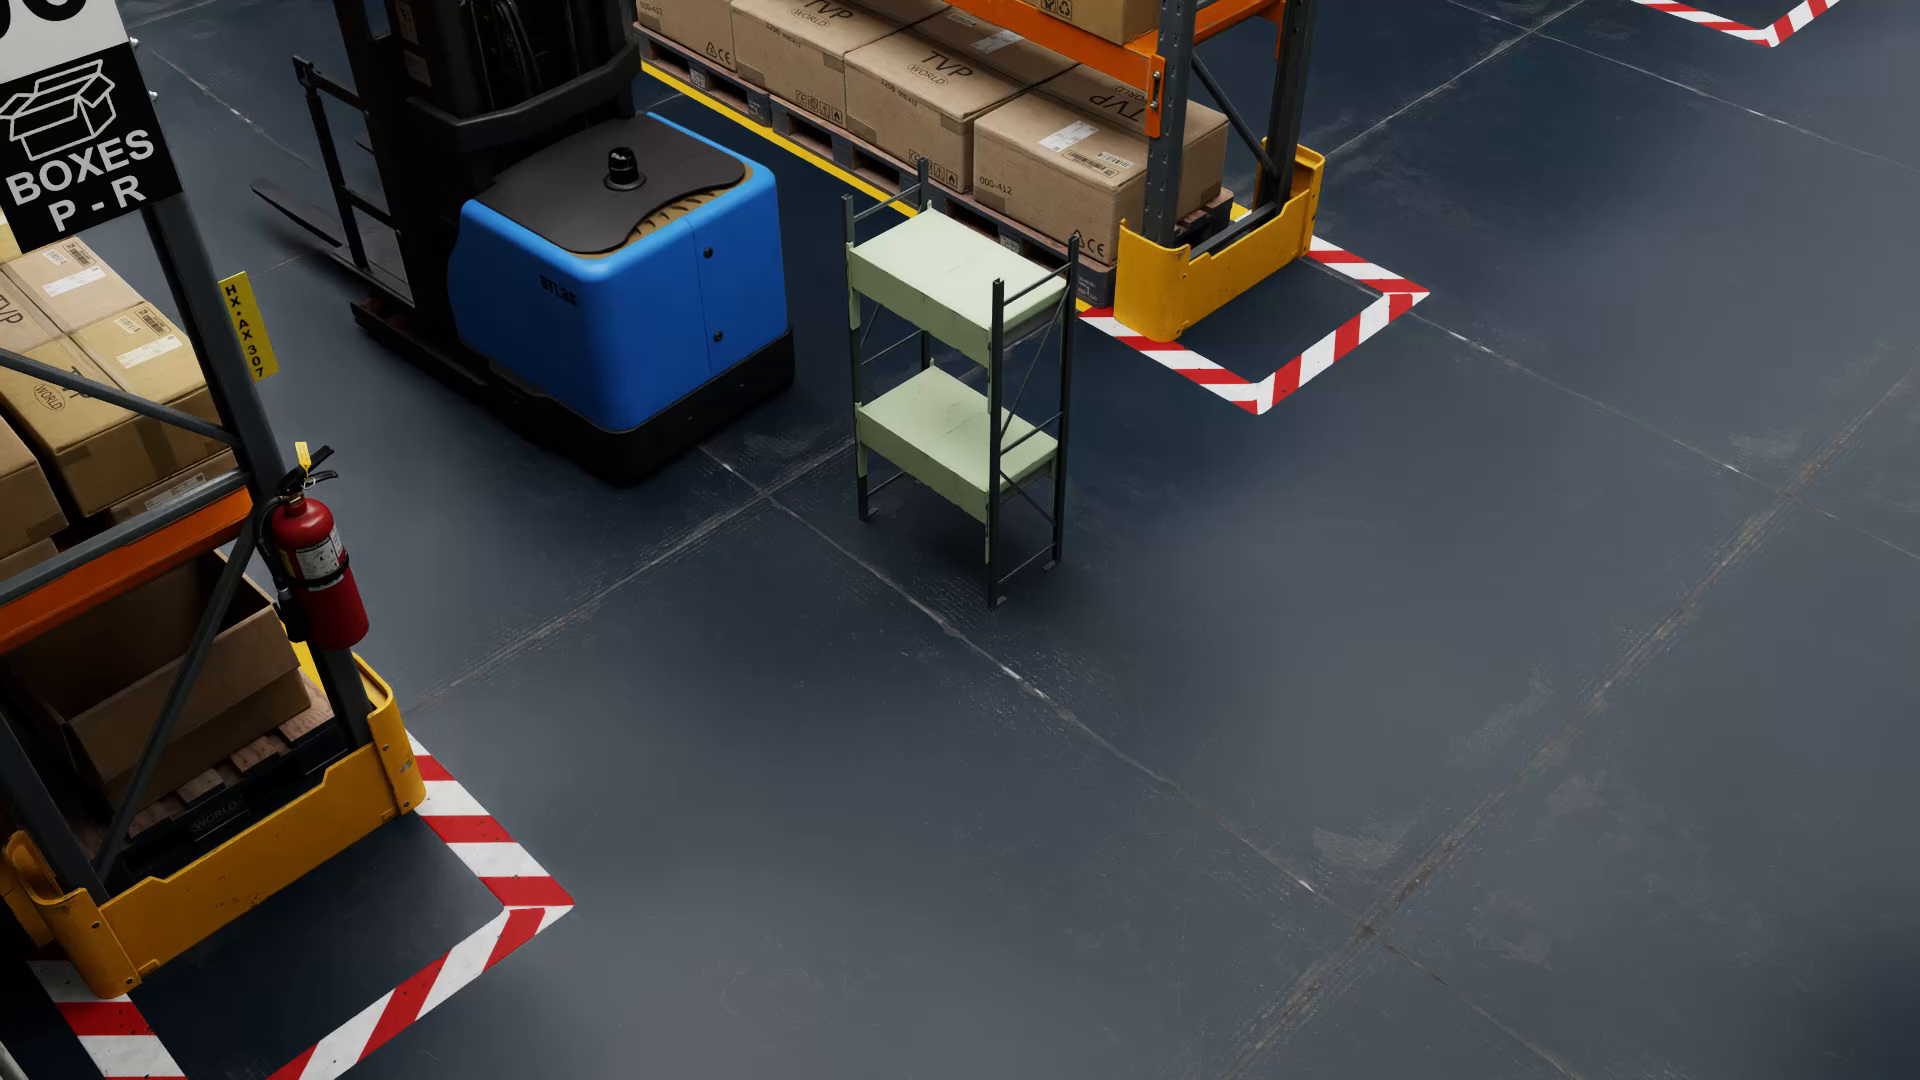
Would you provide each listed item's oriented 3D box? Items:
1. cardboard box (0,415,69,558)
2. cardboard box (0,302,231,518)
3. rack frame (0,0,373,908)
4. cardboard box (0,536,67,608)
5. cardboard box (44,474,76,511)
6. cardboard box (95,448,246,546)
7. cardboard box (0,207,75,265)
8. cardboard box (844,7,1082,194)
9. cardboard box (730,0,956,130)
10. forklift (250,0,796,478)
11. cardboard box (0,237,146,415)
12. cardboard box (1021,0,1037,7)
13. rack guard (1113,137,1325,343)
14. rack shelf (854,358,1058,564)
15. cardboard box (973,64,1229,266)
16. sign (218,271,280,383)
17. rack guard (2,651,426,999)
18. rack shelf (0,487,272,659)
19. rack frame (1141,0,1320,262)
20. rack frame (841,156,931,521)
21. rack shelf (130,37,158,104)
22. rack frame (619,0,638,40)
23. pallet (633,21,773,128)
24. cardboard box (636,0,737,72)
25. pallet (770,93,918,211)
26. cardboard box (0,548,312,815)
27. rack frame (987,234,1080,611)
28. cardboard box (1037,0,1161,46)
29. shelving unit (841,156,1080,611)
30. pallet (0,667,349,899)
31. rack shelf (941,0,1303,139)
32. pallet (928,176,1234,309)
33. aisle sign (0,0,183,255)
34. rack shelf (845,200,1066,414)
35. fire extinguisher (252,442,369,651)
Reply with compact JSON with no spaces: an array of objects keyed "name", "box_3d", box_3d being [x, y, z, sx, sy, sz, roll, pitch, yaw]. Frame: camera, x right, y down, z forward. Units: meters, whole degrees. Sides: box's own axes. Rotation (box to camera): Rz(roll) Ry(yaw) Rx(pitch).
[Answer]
[{"name":"cardboard box","box_3d":[-2.811,-0.134,4.520,0.500,0.250,0.500,-33,52,-30]},{"name":"cardboard box","box_3d":[-2.428,-0.387,4.794,0.500,0.250,0.500,-34,52,-31]},{"name":"rack frame","box_3d":[-2.299,0.014,4.469,1.000,3.000,0.127,-34,53,-31]},{"name":"cardboard box","box_3d":[-2.723,0.076,4.587,0.250,0.149,0.380,34,52,31]},{"name":"cardboard box","box_3d":[-2.549,-0.283,4.976,0.380,0.149,0.250,-33,52,-30]},{"name":"cardboard box","box_3d":[-2.337,-0.183,4.867,0.250,0.149,0.380,34,52,31]},{"name":"cardboard box","box_3d":[-3.145,-0.871,5.318,0.500,0.250,0.500,33,52,31]},{"name":"cardboard box","box_3d":[0.024,-2.284,8.535,0.875,0.438,0.875,-33,52,-30]},{"name":"cardboard box","box_3d":[-0.612,-2.718,9.005,0.875,0.438,0.875,33,52,30]},{"name":"forklift","box_3d":[-2.177,-2.189,6.904,3.031,2.935,1.130,30,51,29]},{"name":"cardboard box","box_3d":[-2.784,-0.629,5.056,0.500,0.250,0.500,-34,52,-31]},{"name":"cardboard box","box_3d":[0.341,-2.756,7.394,0.500,0.500,0.500,33,52,31]},{"name":"rack guard","box_3d":[1.230,-1.437,7.881,1.175,0.500,0.348,-34,53,-31]},{"name":"rack shelf","box_3d":[-0.005,-0.315,6.410,0.431,0.370,0.720,-34,53,-31]},{"name":"cardboard box","box_3d":[0.676,-1.849,8.064,0.875,0.438,0.875,32,52,30]},{"name":"sign","box_3d":[-1.915,-0.564,4.457,0.100,0.325,0.005,-34,53,-31]},{"name":"rack guard","box_3d":[-2.352,0.896,5.357,1.175,0.500,0.348,-34,53,-31]},{"name":"rack shelf","box_3d":[-3.711,-0.682,5.753,1.077,0.370,4.000,-34,53,-31]},{"name":"rack frame","box_3d":[1.213,-2.366,7.045,1.000,3.000,0.127,-34,53,-31]},{"name":"rack frame","box_3d":[-0.263,-0.730,6.379,0.400,1.500,0.023,-34,53,-31]},{"name":"rack shelf","box_3d":[-3.711,-1.784,4.735,1.077,0.370,4.000,-34,53,-31]},{"name":"rack frame","box_3d":[-1.612,-4.288,9.125,1.000,3.000,0.127,-34,53,-31]},{"name":"pallet","box_3d":[-1.130,-2.861,9.636,1.003,0.211,1.213,-34,53,-31]},{"name":"cardboard box","box_3d":[-1.244,-3.148,9.470,0.875,0.438,0.875,33,52,31]},{"name":"pallet","box_3d":[-0.264,-2.275,9.001,1.003,0.211,1.213,-34,53,-31]},{"name":"cardboard box","box_3d":[-2.663,0.438,5.541,0.637,0.503,0.797,32,52,30]},{"name":"rack frame","box_3d":[0.254,-0.378,5.999,0.400,1.500,0.023,-34,53,-31]},{"name":"cardboard box","box_3d":[0.685,-2.508,7.125,0.500,0.500,0.500,-34,52,-31]},{"name":"shelving unit","box_3d":[-0.005,-0.554,6.189,0.431,1.500,0.755,-34,53,-31]},{"name":"pallet","box_3d":[-2.916,0.620,5.869,1.003,0.211,1.213,-34,53,-31]},{"name":"rack shelf","box_3d":[-0.199,-3.063,8.329,1.077,0.370,4.000,-34,53,-31]},{"name":"pallet","box_3d":[0.593,-1.689,8.367,1.003,0.211,1.213,-34,53,-31]},{"name":"aisle sign","box_3d":[-2.043,-1.048,3.703,0.394,0.787,0.004,-34,53,-31]},{"name":"rack shelf","box_3d":[-0.005,-0.841,5.924,0.431,0.370,0.720,-34,53,-31]},{"name":"fire extinguisher","box_3d":[-1.867,0.029,4.785,0.296,0.674,0.183,-34,53,-31]}]
